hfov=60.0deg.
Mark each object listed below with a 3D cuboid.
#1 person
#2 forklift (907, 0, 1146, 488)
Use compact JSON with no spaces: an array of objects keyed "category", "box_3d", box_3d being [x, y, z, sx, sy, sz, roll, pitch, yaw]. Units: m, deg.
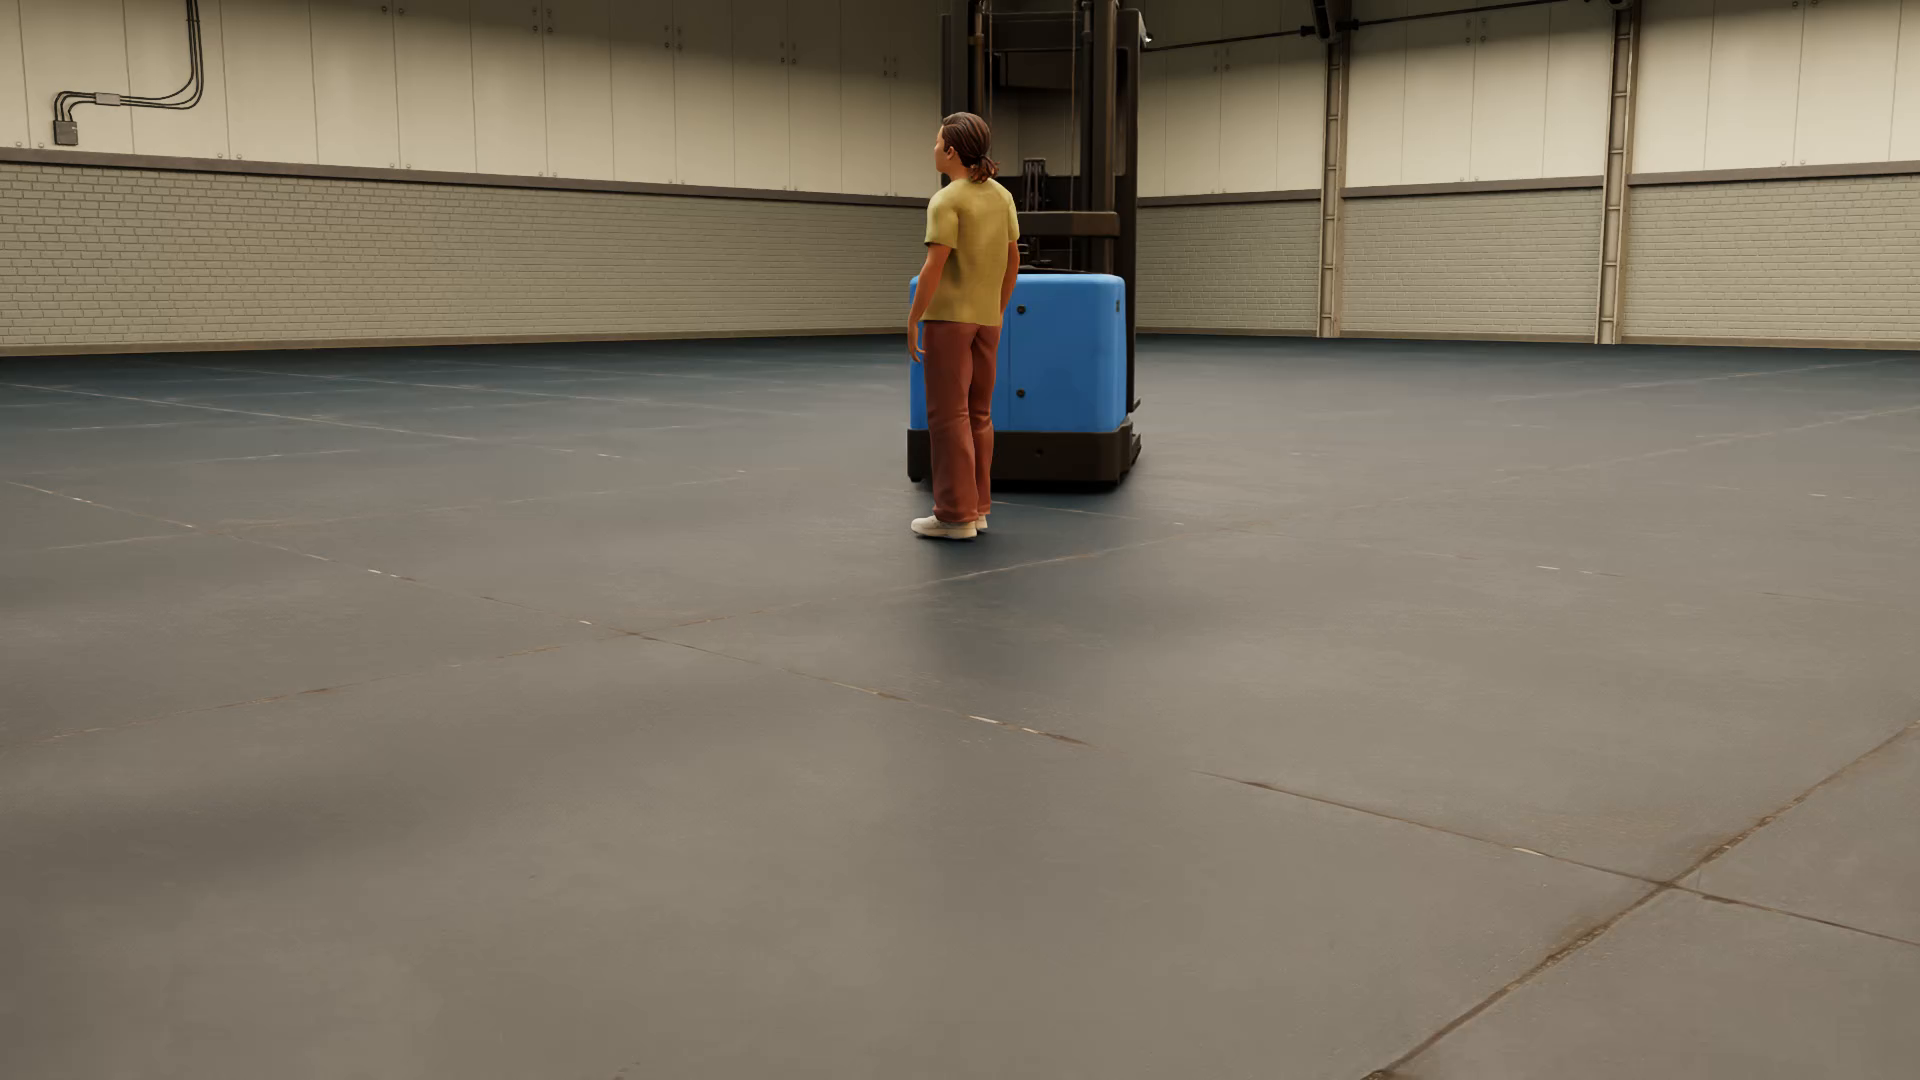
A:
[{"category":"person","box_3d":[-0.046,-0.845,6.651,0.548,1.673,0.554,8,12,43]},{"category":"forklift","box_3d":[0.477,-1.897,9.474,1.130,2.935,3.031,1,9,9]}]
